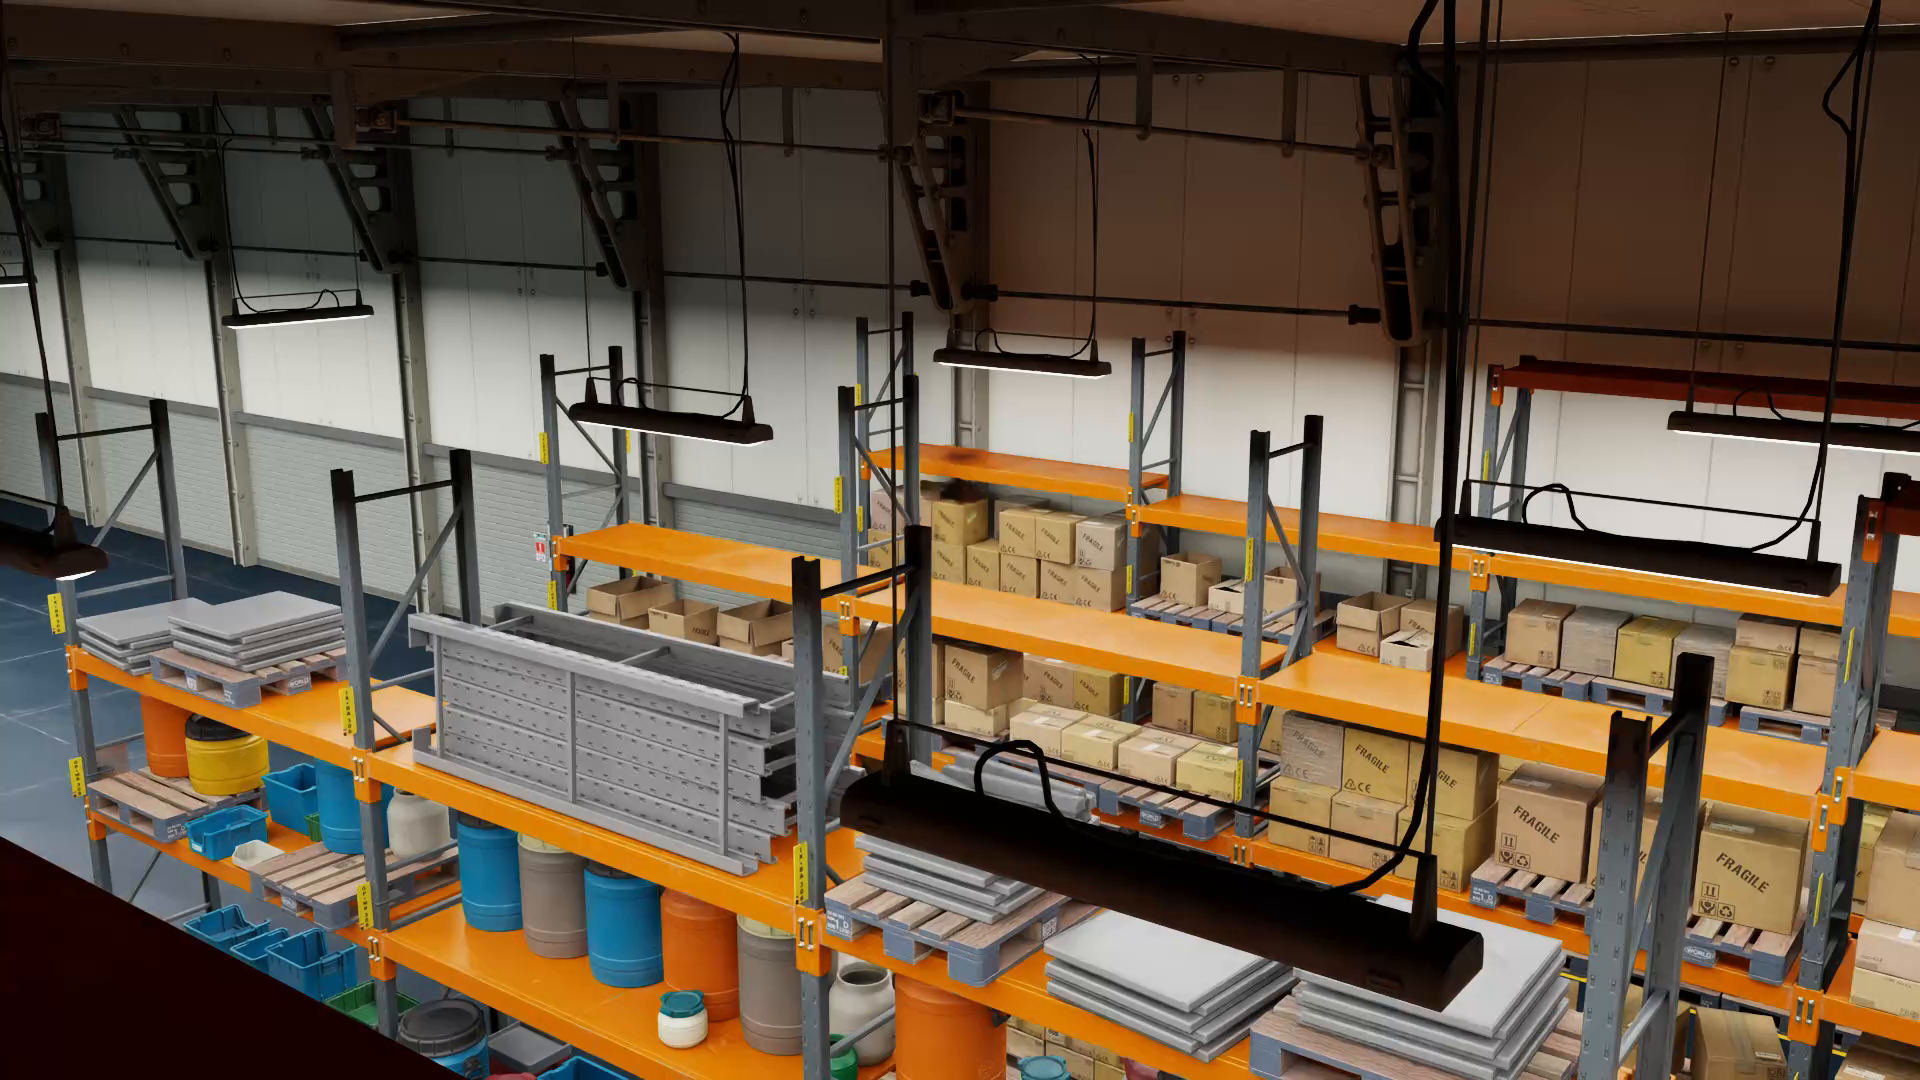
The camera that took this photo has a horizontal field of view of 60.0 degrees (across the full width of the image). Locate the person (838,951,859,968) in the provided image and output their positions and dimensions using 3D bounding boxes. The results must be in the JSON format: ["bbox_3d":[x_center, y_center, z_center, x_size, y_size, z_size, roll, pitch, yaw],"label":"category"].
[{"bbox_3d":[-1.086,4.044,14.612,0.924,1.620,0.562,10,16,36],"label":"person"}]
